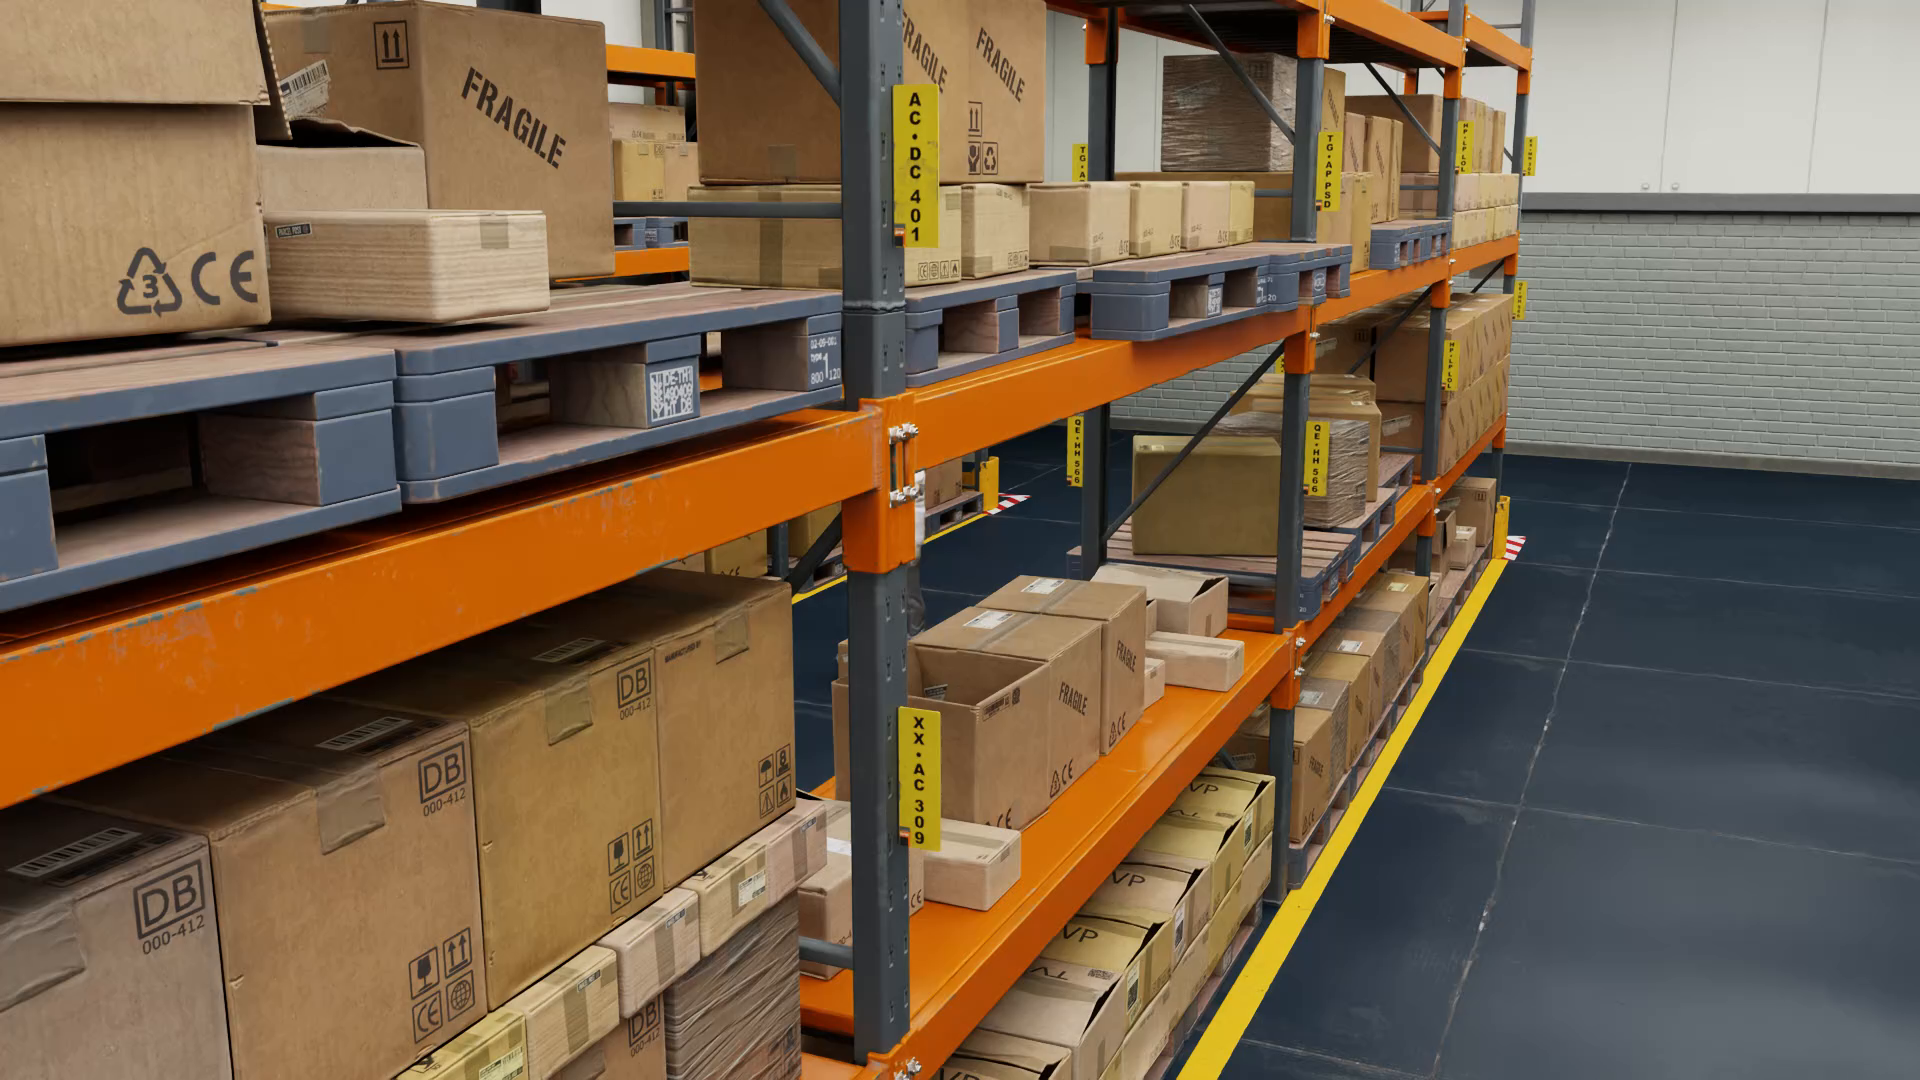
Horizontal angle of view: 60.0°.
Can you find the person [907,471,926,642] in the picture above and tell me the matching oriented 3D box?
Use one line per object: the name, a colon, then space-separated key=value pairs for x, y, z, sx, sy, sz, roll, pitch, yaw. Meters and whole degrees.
person: x=-0.497 y=0.018 z=11.325 sx=0.476 sy=1.676 sz=0.602 roll=7 pitch=14 yaw=29
